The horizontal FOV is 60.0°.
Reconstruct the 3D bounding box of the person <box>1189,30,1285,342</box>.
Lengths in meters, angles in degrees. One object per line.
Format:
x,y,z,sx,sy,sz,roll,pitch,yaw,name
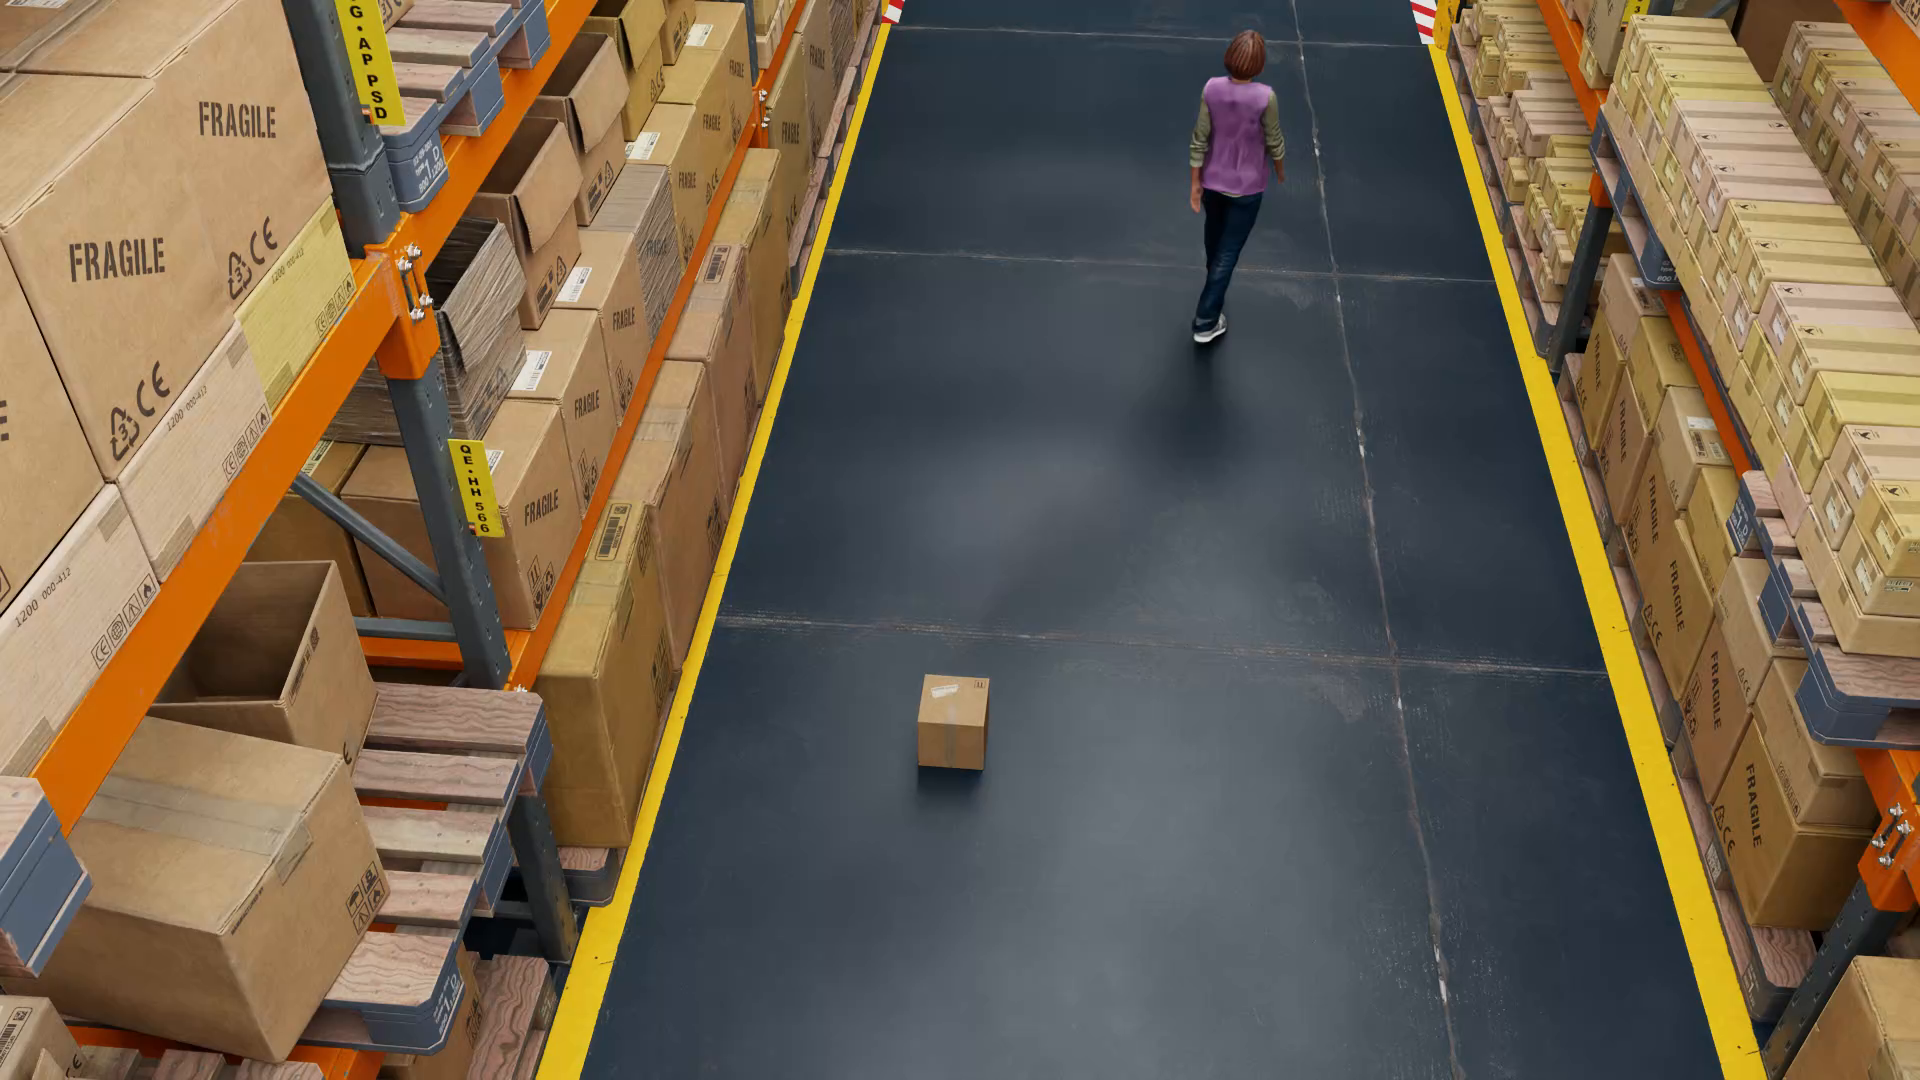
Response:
1.392,-1.816,8.260,0.424,1.565,0.837,20,44,21,person
